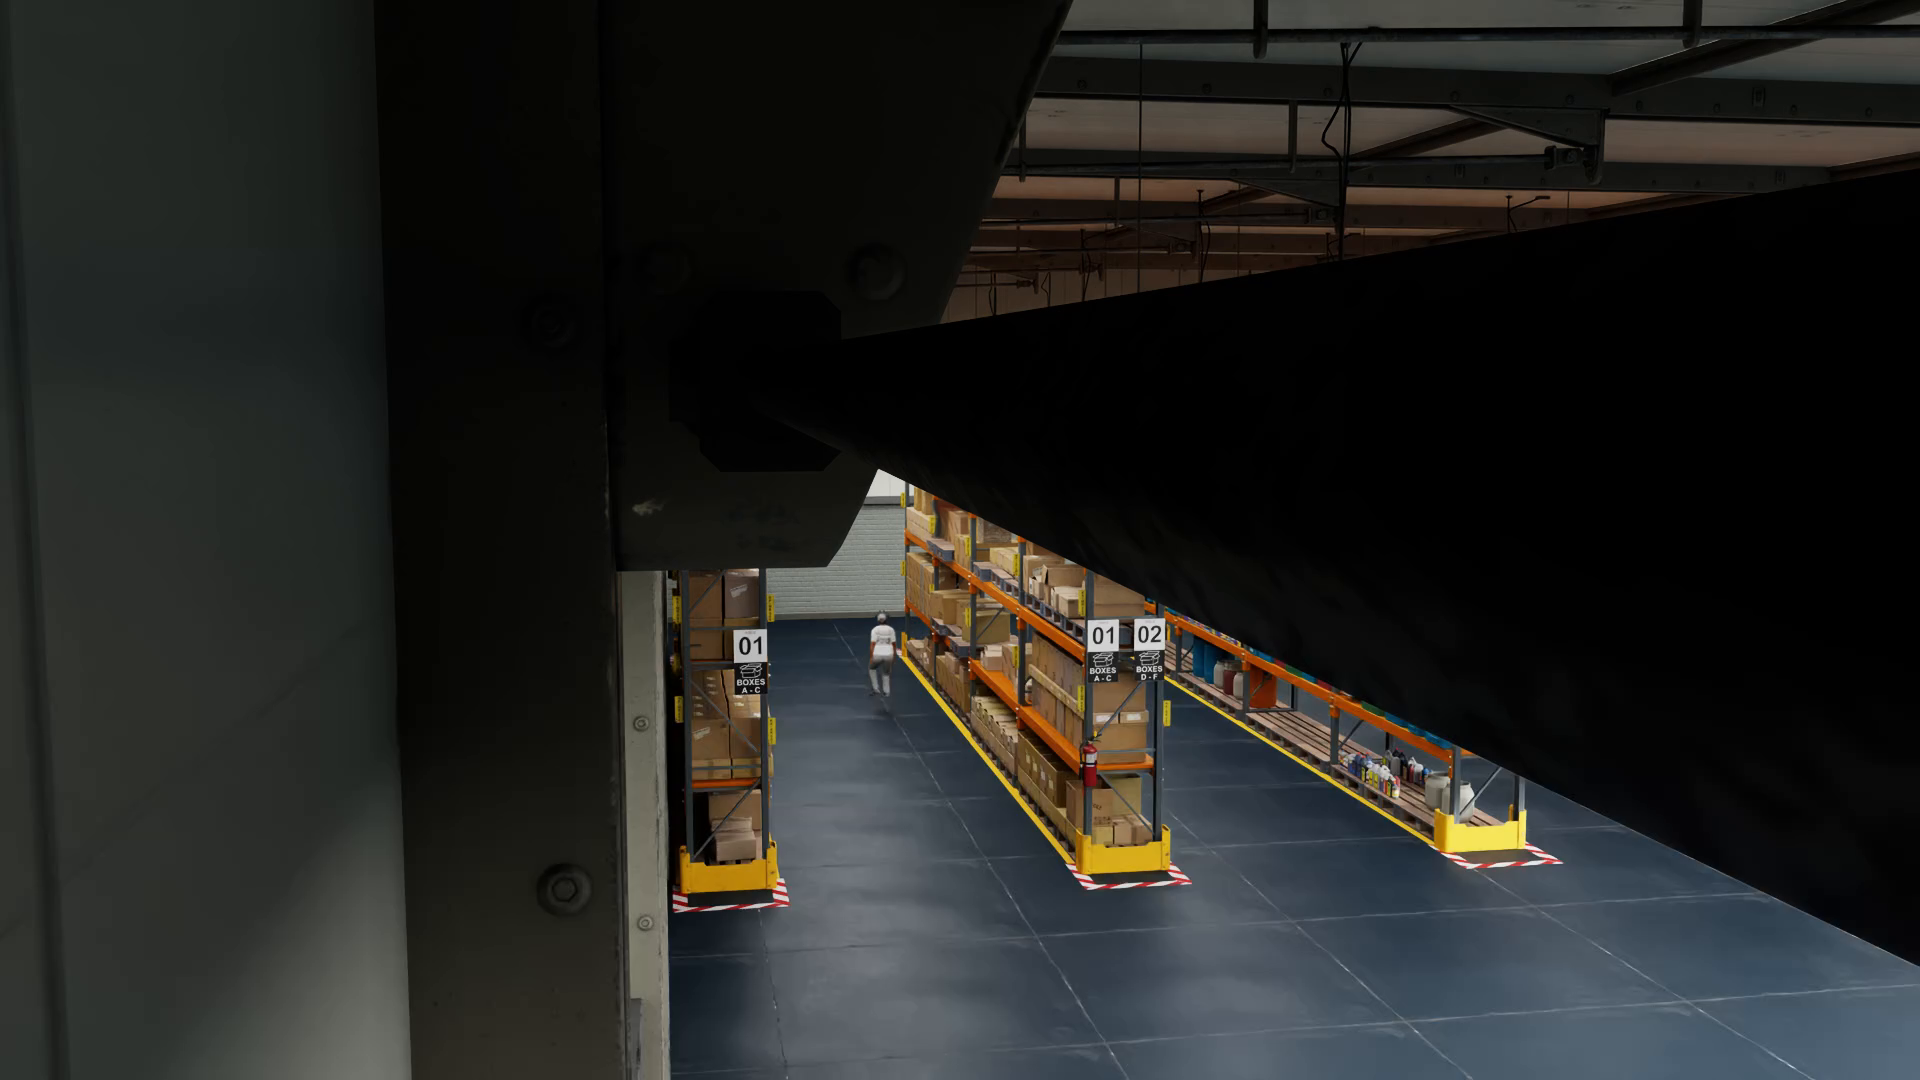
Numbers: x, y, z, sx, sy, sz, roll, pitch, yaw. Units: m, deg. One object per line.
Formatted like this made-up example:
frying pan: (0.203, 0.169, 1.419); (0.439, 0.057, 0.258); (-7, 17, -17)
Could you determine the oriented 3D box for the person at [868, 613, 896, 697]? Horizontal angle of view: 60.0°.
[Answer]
person: (-1.424, 2.136, 30.737); (0.511, 1.589, 0.666); (-1, 6, -13)
